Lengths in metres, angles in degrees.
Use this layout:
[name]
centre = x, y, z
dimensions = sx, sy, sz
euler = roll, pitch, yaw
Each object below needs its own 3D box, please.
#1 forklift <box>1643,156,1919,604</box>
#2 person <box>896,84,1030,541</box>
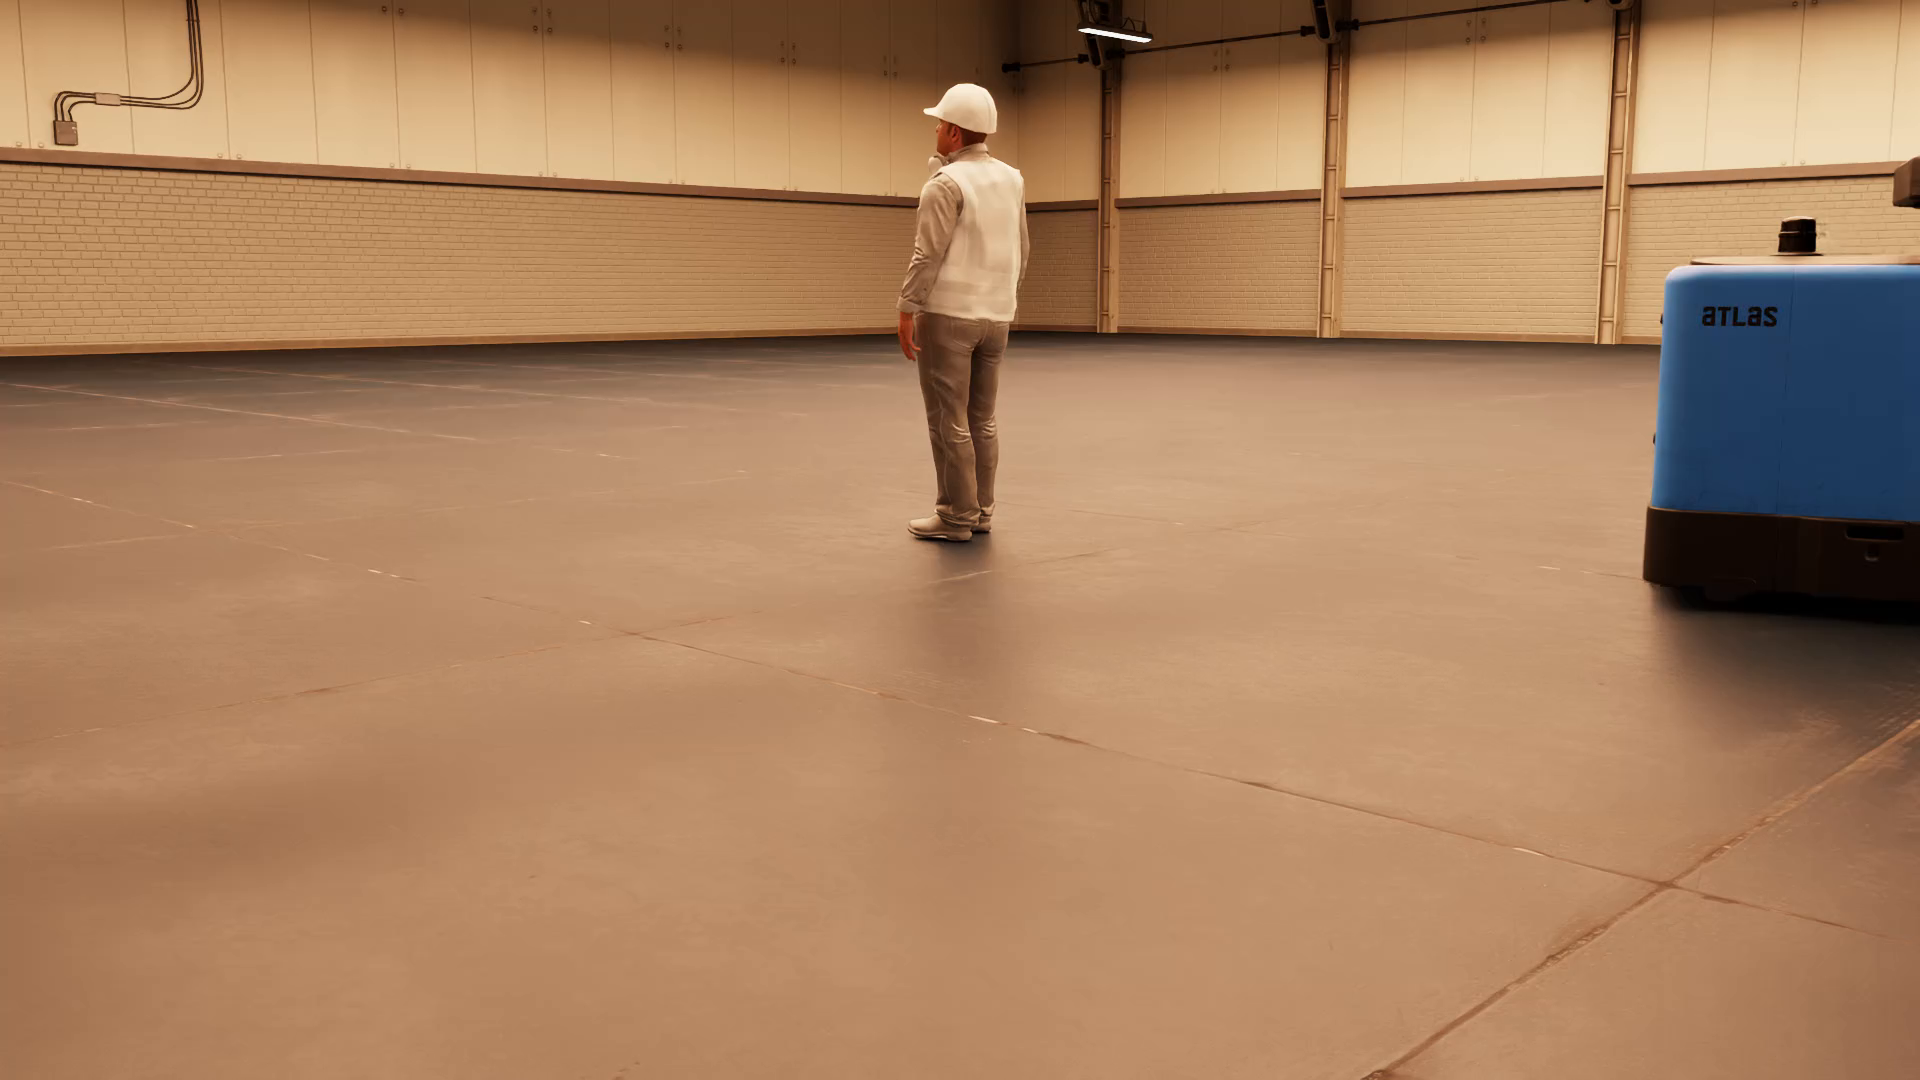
[forklift]
centre = 3.774, -1.220, 4.976
dimensions = 3.031, 2.935, 1.130
euler = 4, 9, 23
[person]
centre = -0.040, -0.892, 6.632
dimensions = 0.566, 1.775, 0.634
euler = 8, 12, 43
